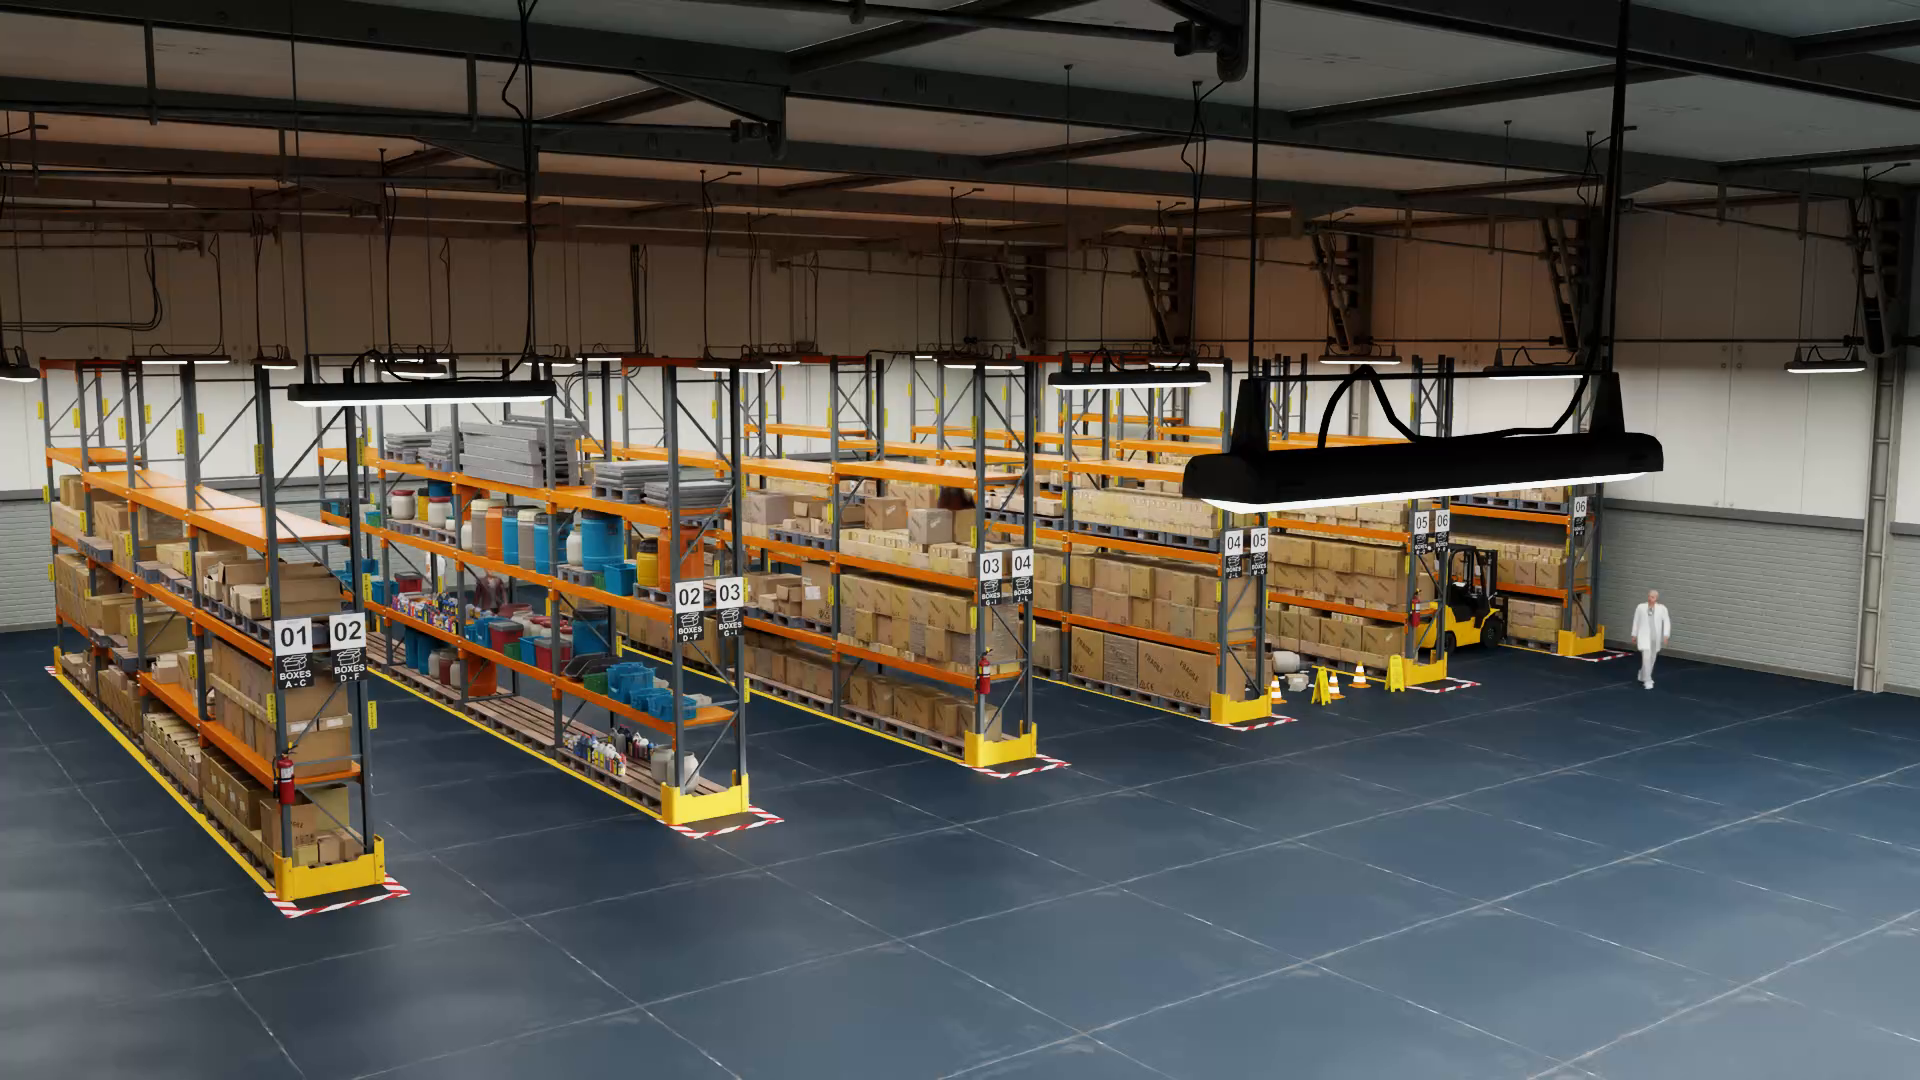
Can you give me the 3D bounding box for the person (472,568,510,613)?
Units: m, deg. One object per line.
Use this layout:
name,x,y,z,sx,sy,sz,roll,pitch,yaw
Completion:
person,-9.633,1.371,34.176,0.670,1.728,1.162,-6,9,-40

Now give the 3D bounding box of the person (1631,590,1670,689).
person,12.671,1.798,30.460,0.560,1.764,0.737,-1,7,-6

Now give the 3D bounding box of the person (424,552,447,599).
person,-12.280,0.848,38.835,0.576,1.646,0.509,0,7,-1
